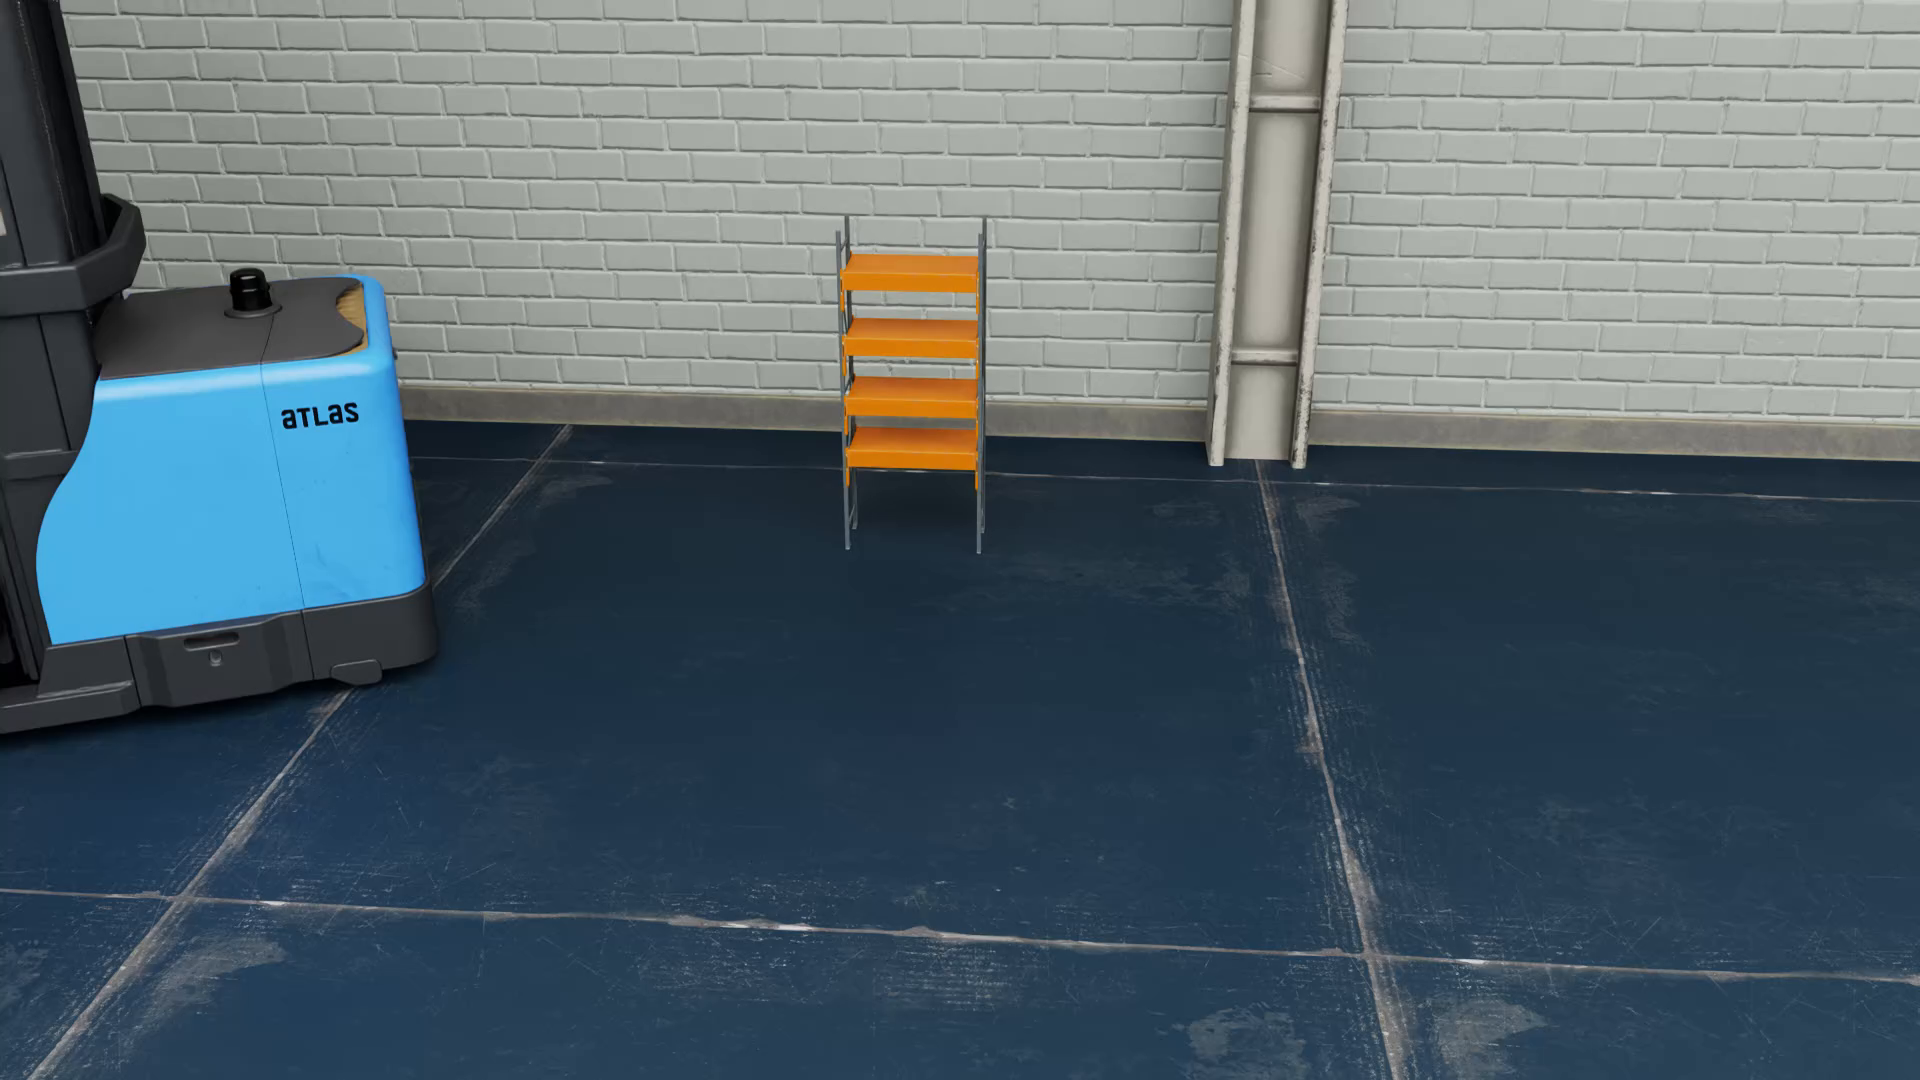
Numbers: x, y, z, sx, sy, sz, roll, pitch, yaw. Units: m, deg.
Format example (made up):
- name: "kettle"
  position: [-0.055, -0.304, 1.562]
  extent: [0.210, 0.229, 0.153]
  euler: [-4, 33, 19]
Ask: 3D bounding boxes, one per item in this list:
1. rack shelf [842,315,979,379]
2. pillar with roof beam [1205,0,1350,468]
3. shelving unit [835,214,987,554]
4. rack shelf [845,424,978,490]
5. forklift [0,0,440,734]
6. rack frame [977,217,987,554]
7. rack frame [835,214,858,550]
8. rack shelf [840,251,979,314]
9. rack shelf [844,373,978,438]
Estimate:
- name: "rack shelf"
  position: [-0.165, -0.692, 5.945]
  extent: [0.480, 0.148, 0.258]
  euler: [2, 25, 4]
- name: "pillar with roof beam"
  position: [0.918, -2.662, 1.269]
  extent: [0.400, 9.000, 9.100]
  euler: [2, 25, 4]
- name: "shelving unit"
  position: [-0.165, -0.550, 6.011]
  extent: [0.503, 1.200, 0.258]
  euler: [2, 25, 4]
- name: "rack shelf"
  position: [-0.165, -0.309, 6.122]
  extent: [0.480, 0.148, 0.258]
  euler: [2, 25, 4]
- name: "forklift"
  position: [-3.240, -0.881, 4.659]
  extent: [3.031, 2.935, 1.130]
  euler: [-8, 26, -18]
- name: "rack frame"
  position: [0.078, -0.543, 5.994]
  extent: [0.015, 1.200, 0.240]
  euler: [2, 25, 4]
- name: "rack frame"
  position: [-0.408, -0.558, 6.028]
  extent: [0.015, 1.200, 0.240]
  euler: [2, 25, 4]
- name: "rack shelf"
  position: [-0.165, -0.907, 5.846]
  extent: [0.480, 0.148, 0.258]
  euler: [2, 25, 4]
- name: "rack shelf"
  position: [-0.165, -0.489, 6.039]
  extent: [0.480, 0.148, 0.258]
  euler: [2, 25, 4]
